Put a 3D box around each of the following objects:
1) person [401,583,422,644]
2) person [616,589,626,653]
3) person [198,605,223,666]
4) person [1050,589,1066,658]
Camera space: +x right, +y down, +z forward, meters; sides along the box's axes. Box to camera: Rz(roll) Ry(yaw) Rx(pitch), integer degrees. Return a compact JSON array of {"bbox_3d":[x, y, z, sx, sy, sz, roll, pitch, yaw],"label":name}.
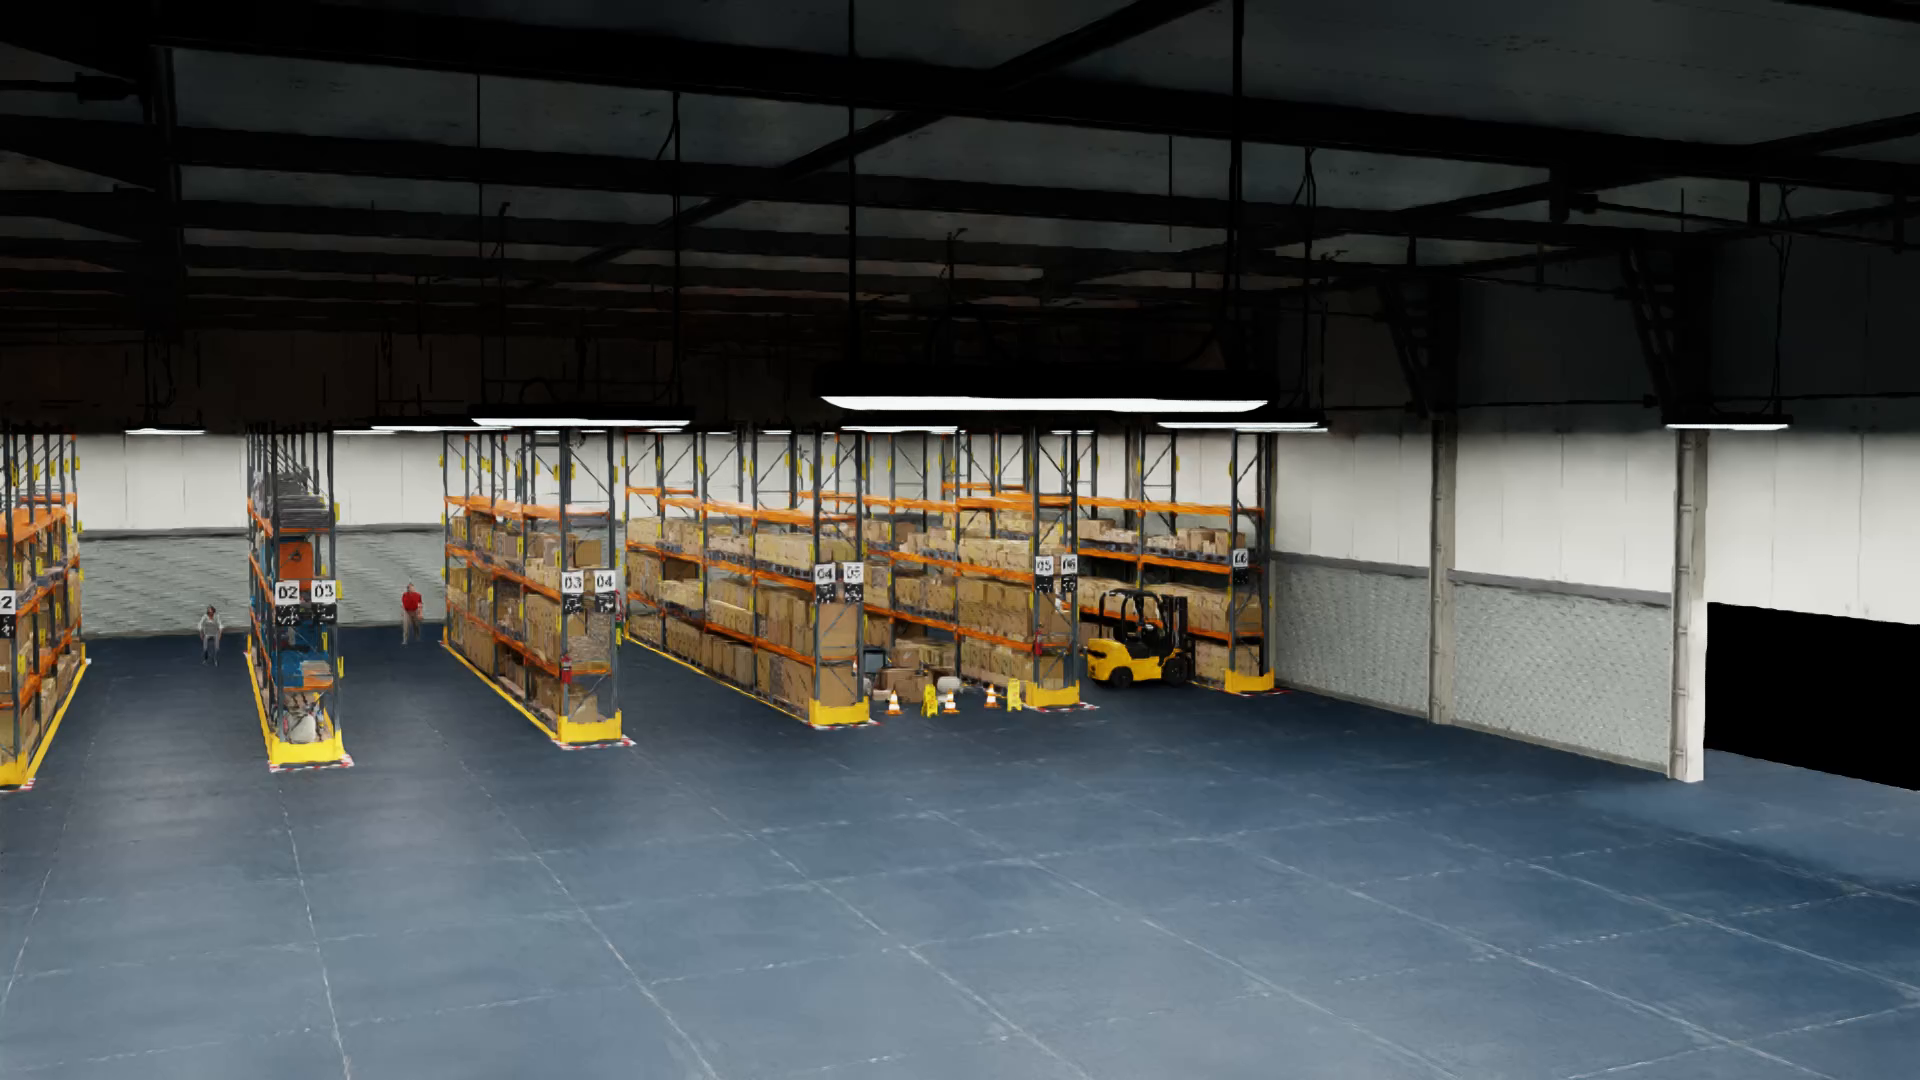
[{"bbox_3d":[-15.102,2.016,45.841,0.568,1.674,0.950,0,4,-8],"label":"person"},{"bbox_3d":[-9.095,2.130,43.713,0.677,1.742,0.552,-2,4,-26],"label":"person"},{"bbox_3d":[-18.645,2.373,41.374,0.566,1.540,0.516,-2,4,-27],"label":"person"},{"bbox_3d":[2.429,2.140,42.817,0.571,1.786,0.648,0,4,-2],"label":"person"}]
